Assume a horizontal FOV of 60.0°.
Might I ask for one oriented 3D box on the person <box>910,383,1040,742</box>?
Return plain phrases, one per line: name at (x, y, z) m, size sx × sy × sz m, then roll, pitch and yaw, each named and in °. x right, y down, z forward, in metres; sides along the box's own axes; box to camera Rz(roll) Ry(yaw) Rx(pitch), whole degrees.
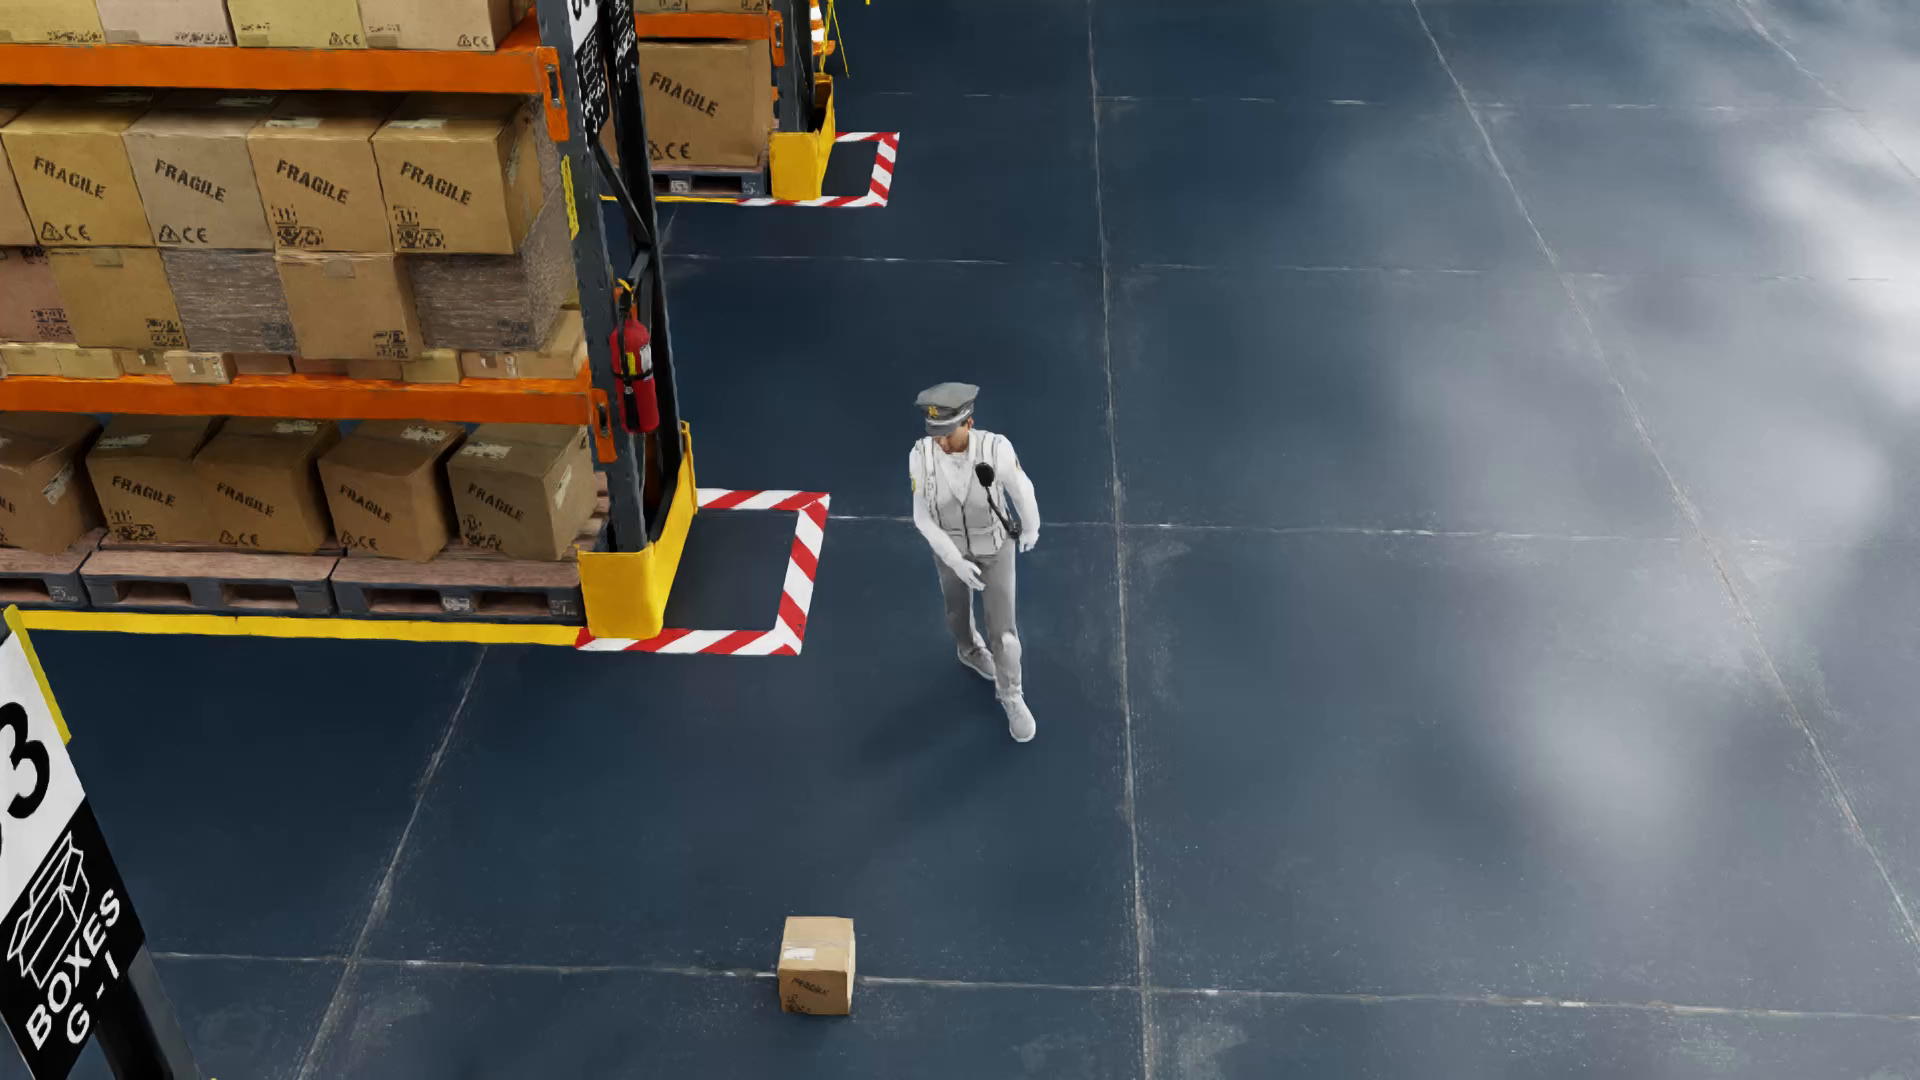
person at (0.078, 0.042, 7.058) m, size 0.565 × 1.663 × 0.568 m, roll 4°, pitch 36°, yaw 5°
